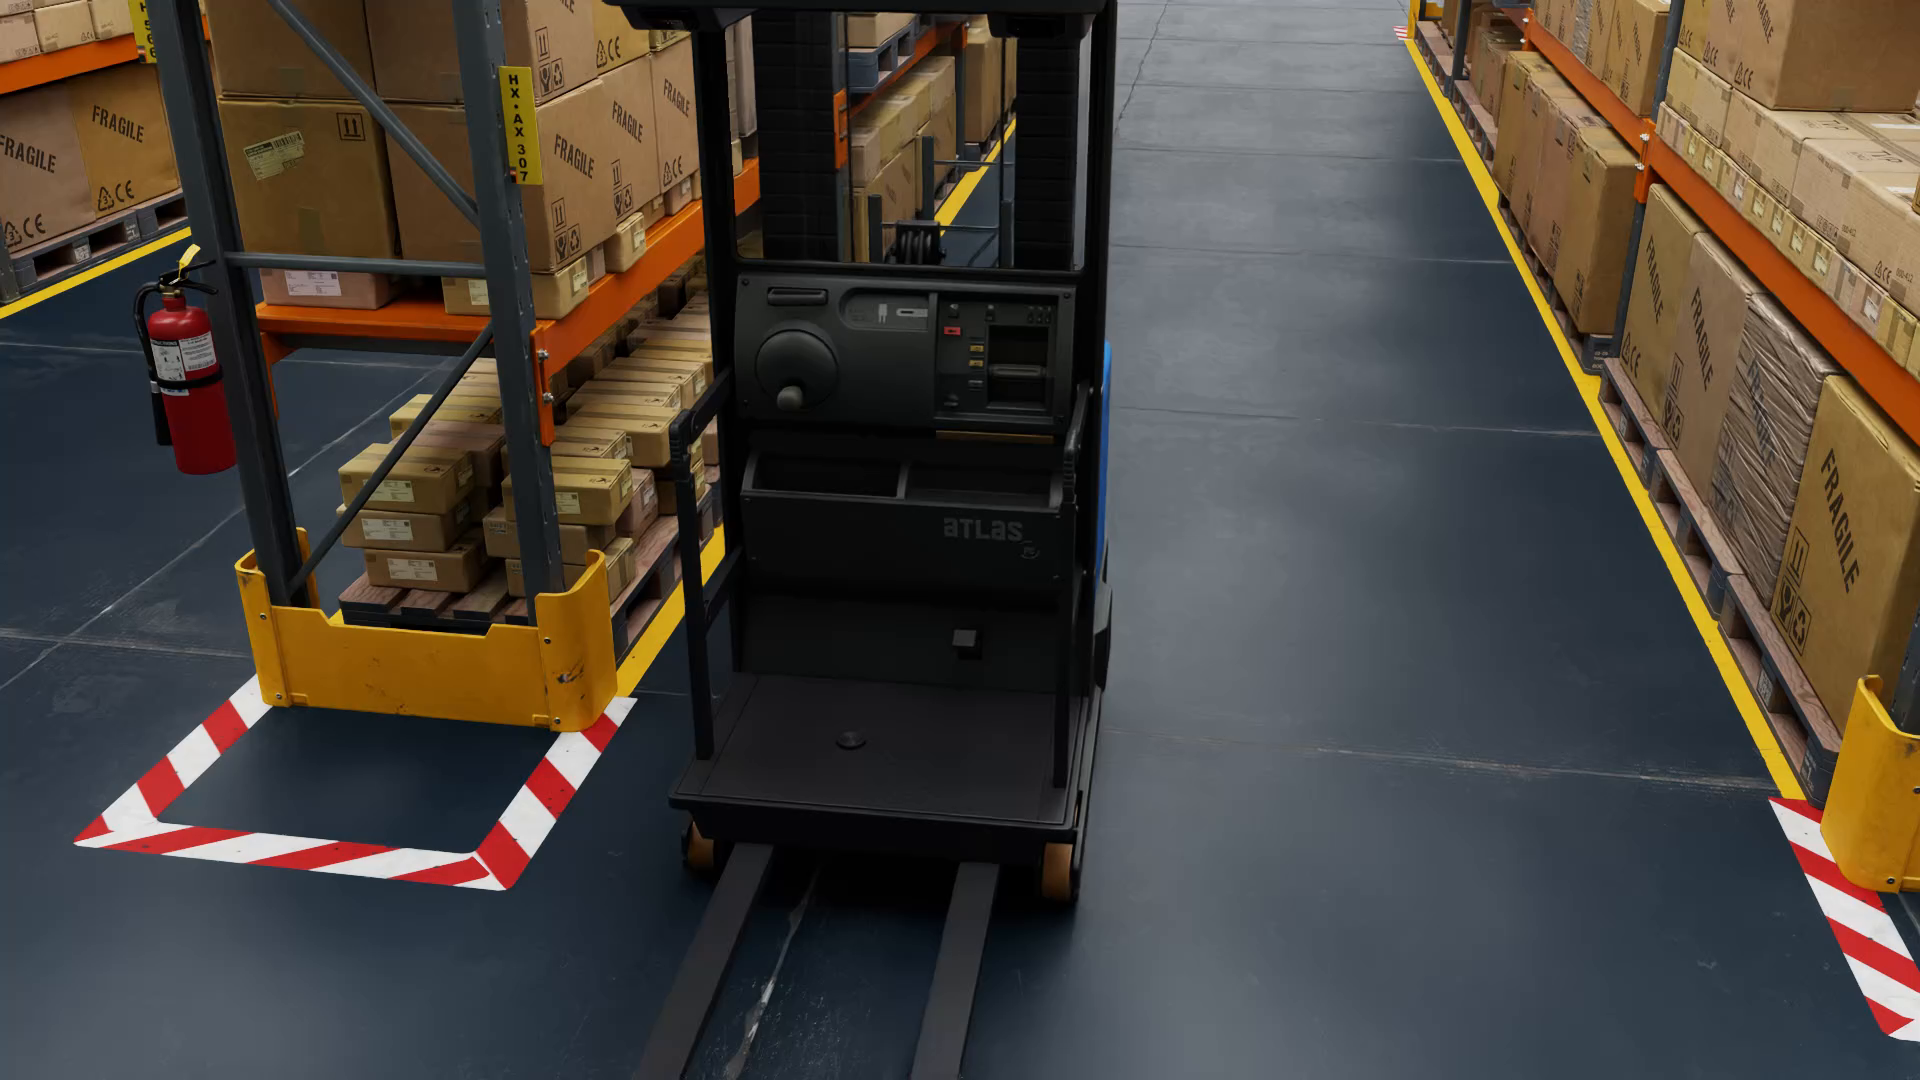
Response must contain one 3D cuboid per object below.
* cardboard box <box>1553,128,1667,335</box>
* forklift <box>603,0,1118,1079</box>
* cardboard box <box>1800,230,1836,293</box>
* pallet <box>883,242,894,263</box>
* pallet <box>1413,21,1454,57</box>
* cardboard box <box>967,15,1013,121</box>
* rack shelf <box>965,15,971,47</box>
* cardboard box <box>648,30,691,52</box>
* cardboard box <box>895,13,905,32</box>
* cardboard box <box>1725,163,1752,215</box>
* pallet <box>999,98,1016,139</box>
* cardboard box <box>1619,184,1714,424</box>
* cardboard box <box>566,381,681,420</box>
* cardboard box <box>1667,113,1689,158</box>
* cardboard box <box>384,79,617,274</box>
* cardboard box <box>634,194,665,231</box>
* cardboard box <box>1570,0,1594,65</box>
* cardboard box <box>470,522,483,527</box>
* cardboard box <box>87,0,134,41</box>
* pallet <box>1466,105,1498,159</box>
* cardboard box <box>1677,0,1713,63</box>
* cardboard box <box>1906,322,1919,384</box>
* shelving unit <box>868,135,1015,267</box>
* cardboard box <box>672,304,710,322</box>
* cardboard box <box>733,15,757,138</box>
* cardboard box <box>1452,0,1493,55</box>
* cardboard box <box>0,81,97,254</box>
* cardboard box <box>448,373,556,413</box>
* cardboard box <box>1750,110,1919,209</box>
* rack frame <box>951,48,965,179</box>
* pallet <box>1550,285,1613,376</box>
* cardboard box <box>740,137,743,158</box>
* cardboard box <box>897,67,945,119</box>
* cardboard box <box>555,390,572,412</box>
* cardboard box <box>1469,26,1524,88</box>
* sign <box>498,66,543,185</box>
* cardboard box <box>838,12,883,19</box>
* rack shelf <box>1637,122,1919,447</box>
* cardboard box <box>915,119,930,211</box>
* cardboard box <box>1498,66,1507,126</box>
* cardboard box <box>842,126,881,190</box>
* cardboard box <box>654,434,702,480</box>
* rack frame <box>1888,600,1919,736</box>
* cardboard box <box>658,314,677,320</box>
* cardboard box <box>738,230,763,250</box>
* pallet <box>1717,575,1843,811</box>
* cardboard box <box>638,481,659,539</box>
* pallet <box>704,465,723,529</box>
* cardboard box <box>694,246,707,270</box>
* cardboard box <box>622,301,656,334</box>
[{"bbox_3d":[3.842,-1.592,8.624,1.225,0.875,0.875,4,25,9],"label":"cardboard box"},{"bbox_3d":[-0.182,-0.485,4.328,1.130,2.935,3.031,3,25,7],"label":"forklift"},{"bbox_3d":[3.003,-0.907,5.447,0.380,0.149,0.250,3,25,7],"label":"cardboard box"},{"bbox_3d":[-0.993,-1.544,9.799,1.003,0.211,1.213,4,25,9],"label":"pallet"},{"bbox_3d":[5.539,-5.482,18.212,1.003,0.211,1.213,4,25,9],"label":"pallet"},{"bbox_3d":[-0.138,-3.940,13.787,1.050,0.750,0.750,4,25,9],"label":"cardboard box"},{"bbox_3d":[-0.139,-4.665,14.026,1.077,0.370,4.000,4,25,9],"label":"rack shelf"},{"bbox_3d":[-1.254,-2.038,5.917,0.500,0.500,0.500,3,25,7],"label":"cardboard box"},{"bbox_3d":[-0.517,-2.911,9.232,0.380,0.149,0.250,4,25,9],"label":"cardboard box"},{"bbox_3d":[3.170,-1.339,6.368,0.380,0.149,0.250,4,25,9],"label":"cardboard box"},{"bbox_3d":[-0.061,-3.724,14.458,1.003,0.211,1.213,4,25,9],"label":"pallet"},{"bbox_3d":[3.571,-1.053,7.471,0.875,0.875,0.875,4,25,9],"label":"cardboard box"},{"bbox_3d":[-1.299,-0.502,6.449,0.380,0.149,0.250,3,25,6],"label":"cardboard box"},{"bbox_3d":[3.338,-1.771,7.291,0.380,0.149,0.250,3,25,7],"label":"cardboard box"},{"bbox_3d":[-1.427,-1.157,5.214,0.500,0.500,0.500,5,26,11],"label":"cardboard box"},{"bbox_3d":[-1.323,-1.255,6.189,0.380,0.149,0.250,4,25,8],"label":"cardboard box"},{"bbox_3d":[3.818,-2.990,9.481,0.500,0.500,0.500,4,25,9],"label":"cardboard box"},{"bbox_3d":[-1.950,-0.056,6.199,0.380,0.149,0.250,5,26,10],"label":"cardboard box"},{"bbox_3d":[-5.504,-3.309,10.459,0.500,0.250,0.500,4,25,8],"label":"cardboard box"},{"bbox_3d":[4.742,-3.341,13.638,1.003,0.211,1.213,4,25,9],"label":"pallet"},{"bbox_3d":[3.427,-2.319,7.107,0.500,0.500,0.500,4,25,9],"label":"cardboard box"},{"bbox_3d":[2.837,-0.480,4.534,0.380,0.149,0.250,5,25,10],"label":"cardboard box"},{"bbox_3d":[0.014,-0.715,6.508,0.538,1.500,1.048,4,25,9],"label":"shelving unit"},{"bbox_3d":[-1.061,-0.932,7.369,0.380,0.149,0.250,3,25,7],"label":"cardboard box"},{"bbox_3d":[-1.088,-2.014,7.046,0.500,0.500,0.500,4,25,8],"label":"cardboard box"},{"bbox_3d":[5.280,-5.169,16.707,0.500,0.500,0.500,2,25,4],"label":"cardboard box"},{"bbox_3d":[-5.997,-2.274,10.082,0.875,0.875,0.875,5,26,10],"label":"cardboard box"},{"bbox_3d":[-1.817,-0.538,6.526,0.380,0.149,0.250,3,25,6],"label":"cardboard box"},{"bbox_3d":[3.169,-1.353,5.929,0.500,0.250,0.500,4,25,9],"label":"cardboard box"},{"bbox_3d":[-0.465,-4.154,12.086,1.000,3.000,0.127,4,25,9],"label":"rack frame"},{"bbox_3d":[3.809,-1.160,8.979,1.003,0.211,1.213,4,25,9],"label":"pallet"},{"bbox_3d":[-1.148,-1.684,7.106,0.380,0.149,0.250,4,25,8],"label":"cardboard box"},{"bbox_3d":[-0.390,-3.035,11.265,0.500,0.250,0.500,4,25,9],"label":"cardboard box"},{"bbox_3d":[-1.813,-0.517,6.833,0.380,0.149,0.250,4,25,9],"label":"cardboard box"},{"bbox_3d":[4.943,-4.253,14.727,0.700,0.500,0.500,2,25,4],"label":"cardboard box"},{"bbox_3d":[-1.238,-1.163,4.674,0.100,0.325,0.005,4,25,9],"label":"sign"},{"bbox_3d":[-0.601,-2.825,8.697,0.380,0.149,0.250,4,25,9],"label":"cardboard box"},{"bbox_3d":[3.431,-0.933,6.053,1.077,0.370,4.000,4,25,9],"label":"rack shelf"},{"bbox_3d":[-0.474,-2.480,10.962,0.500,0.500,0.500,3,25,6],"label":"cardboard box"},{"bbox_3d":[4.579,-3.350,12.798,0.700,0.500,0.500,2,25,4],"label":"cardboard box"},{"bbox_3d":[-0.738,-2.169,9.415,0.500,0.250,0.500,3,25,6],"label":"cardboard box"},{"bbox_3d":[-1.232,-0.362,6.502,0.380,0.149,0.250,5,26,10],"label":"cardboard box"},{"bbox_3d":[3.104,-0.422,4.114,1.000,3.000,0.127,4,25,9],"label":"rack frame"},{"bbox_3d":[-1.498,-1.056,7.985,0.380,0.149,0.250,3,25,6],"label":"cardboard box"},{"bbox_3d":[-0.920,-1.483,8.545,0.380,0.149,0.250,5,25,10],"label":"cardboard box"},{"bbox_3d":[3.157,0.501,5.431,1.003,0.211,1.213,4,25,9],"label":"pallet"},{"bbox_3d":[-1.376,-0.124,6.343,0.380,0.149,0.250,4,25,9],"label":"cardboard box"},{"bbox_3d":[-1.391,-0.423,7.405,1.003,0.211,1.213,4,25,9],"label":"pallet"},{"bbox_3d":[-1.483,-1.409,8.387,0.380,0.149,0.250,5,26,11],"label":"cardboard box"},{"bbox_3d":[-1.581,-0.968,7.446,0.380,0.149,0.250,3,25,6],"label":"cardboard box"}]
